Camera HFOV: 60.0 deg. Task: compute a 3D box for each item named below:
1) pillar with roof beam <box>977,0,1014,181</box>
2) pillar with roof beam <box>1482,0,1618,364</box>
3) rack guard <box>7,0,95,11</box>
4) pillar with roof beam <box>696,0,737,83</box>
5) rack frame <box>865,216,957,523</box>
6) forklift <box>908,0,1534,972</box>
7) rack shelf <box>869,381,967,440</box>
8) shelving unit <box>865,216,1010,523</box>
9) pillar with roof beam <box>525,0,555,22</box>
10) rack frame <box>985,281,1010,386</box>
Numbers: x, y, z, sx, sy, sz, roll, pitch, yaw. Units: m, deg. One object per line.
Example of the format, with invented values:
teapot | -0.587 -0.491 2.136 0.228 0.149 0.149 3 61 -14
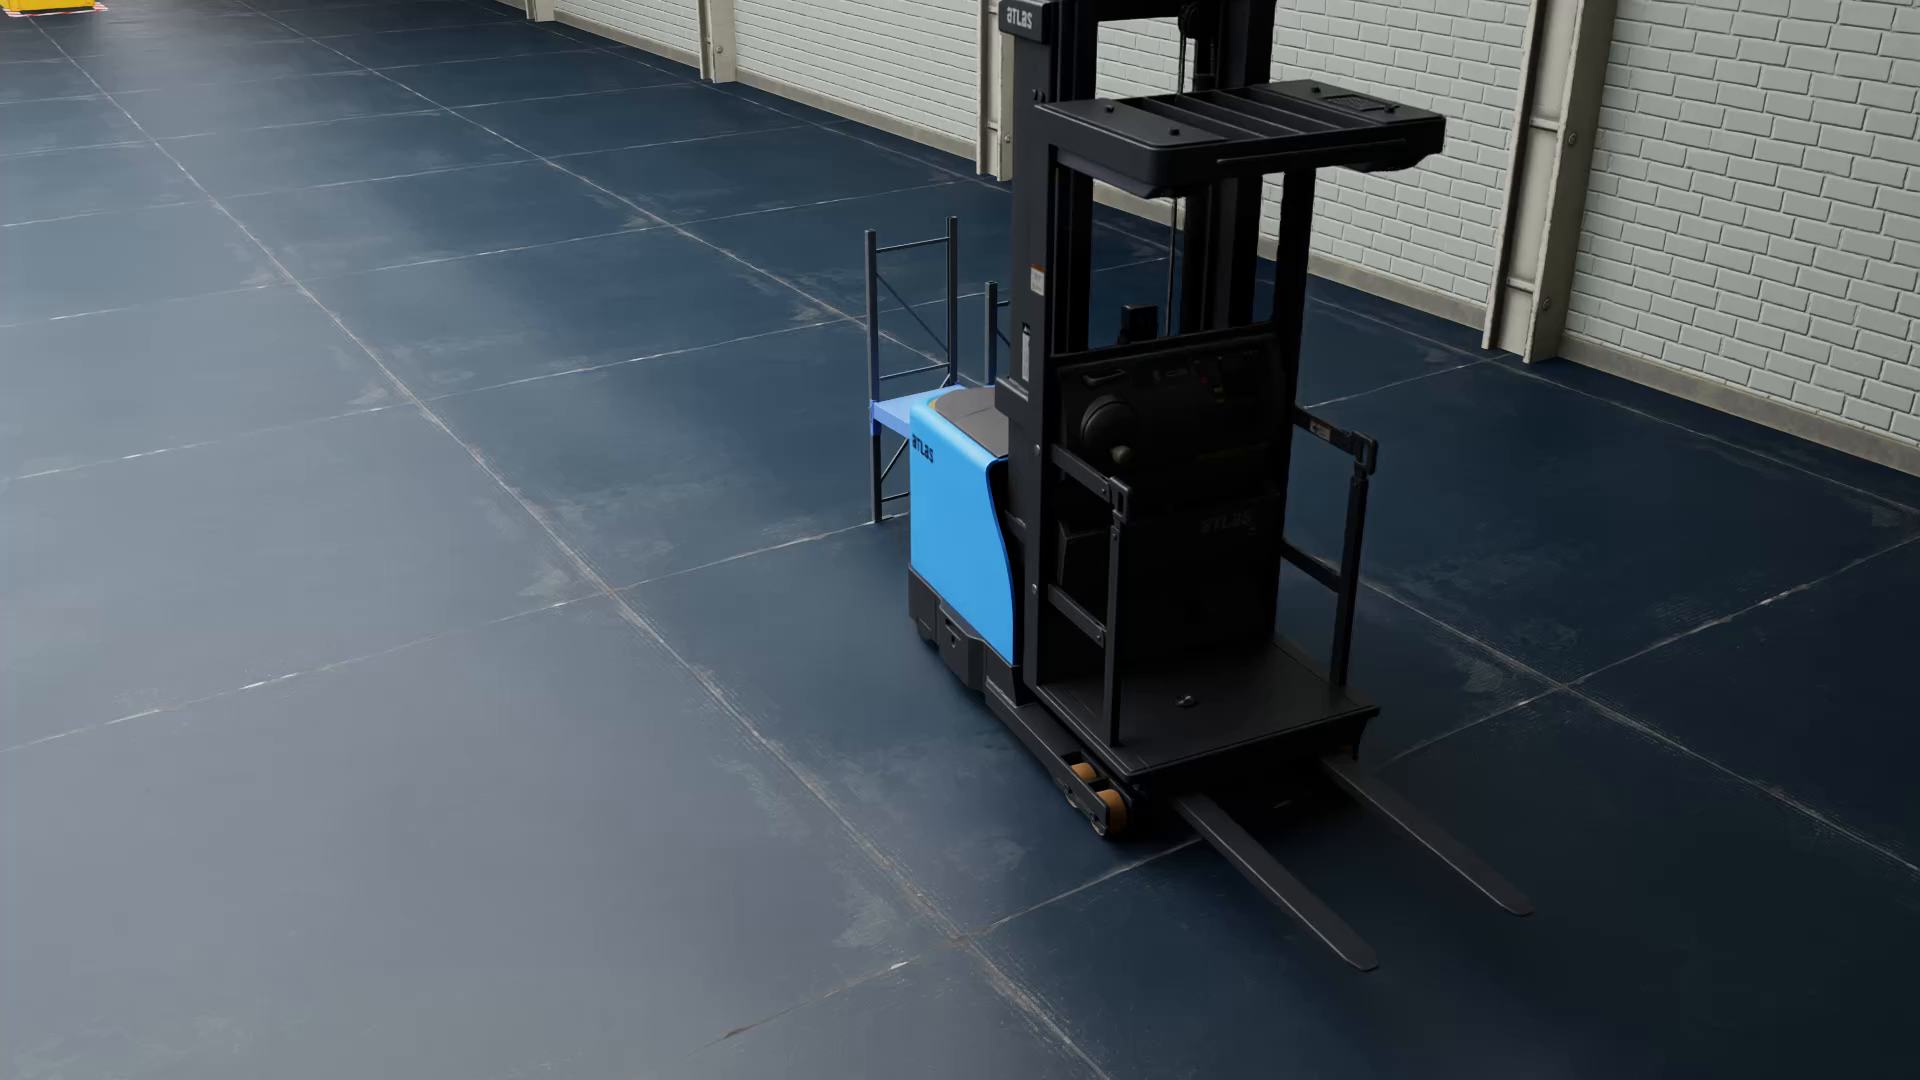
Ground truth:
pillar with roof beam | -3.219 -6.447 11.365 9.100 9.000 0.400 -16 29 -30
pillar with roof beam | 0.056 -4.301 6.819 9.100 9.000 0.400 -16 29 -30
rack guard | -14.012 -8.455 25.575 1.175 0.500 0.348 -16 29 -30
pillar with roof beam | -6.494 -8.593 15.911 9.100 9.000 0.400 -16 29 -30
rack frame | -0.231 -0.830 8.250 0.500 1.500 0.032 -16 29 -30
forklift | 0.861 -0.474 5.821 1.130 2.935 3.031 -12 28 -23
rack shelf | 0.047 -0.485 7.942 0.538 0.185 1.000 -16 29 -30
shelving unit | 0.047 -0.648 7.865 0.538 1.500 1.048 -16 29 -30
pillar with roof beam | -9.770 -10.739 20.457 9.100 9.000 0.400 -16 29 -30
rack frame | 0.324 -0.466 7.480 0.500 1.500 0.032 -16 29 -30
